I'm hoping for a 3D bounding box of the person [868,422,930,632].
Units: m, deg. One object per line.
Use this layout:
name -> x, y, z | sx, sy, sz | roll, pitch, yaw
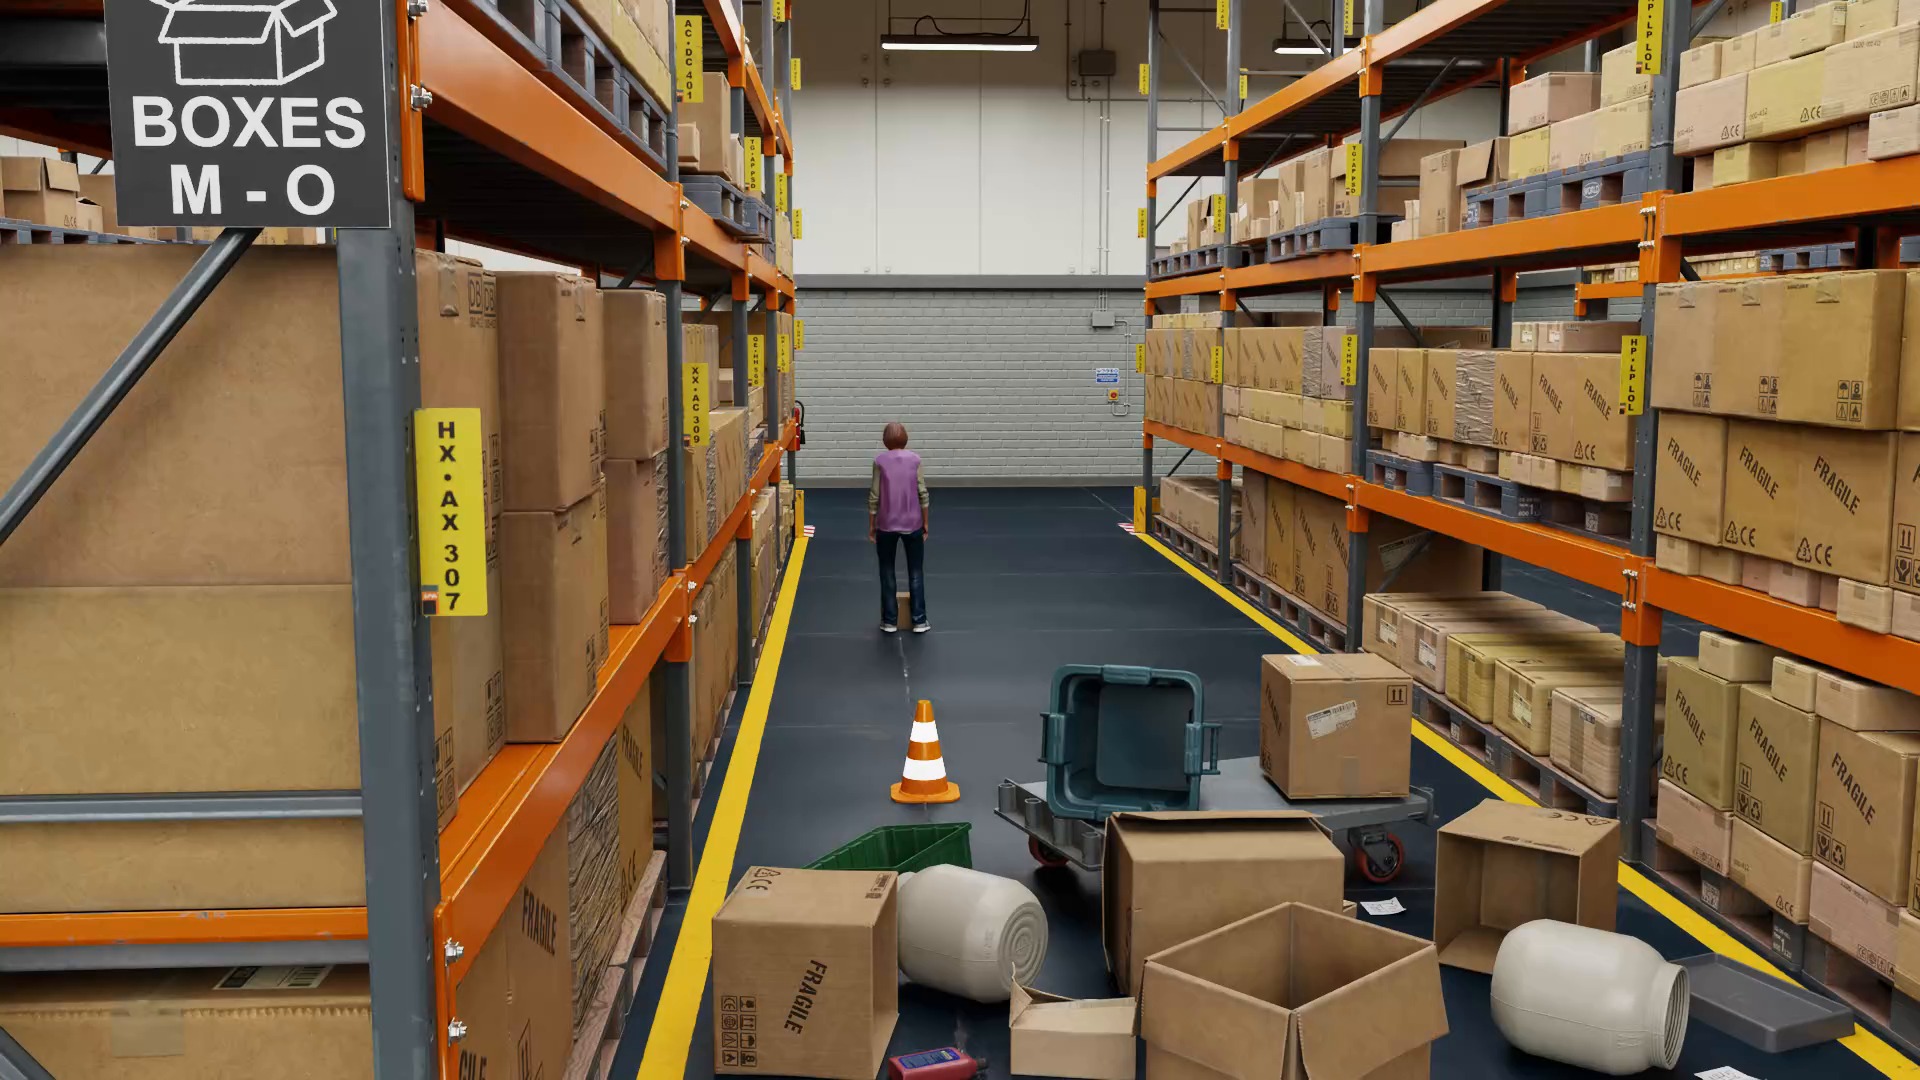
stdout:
person -> -0.458, -0.092, 12.552 | 0.477, 1.591, 0.377 | -1, 7, -7
